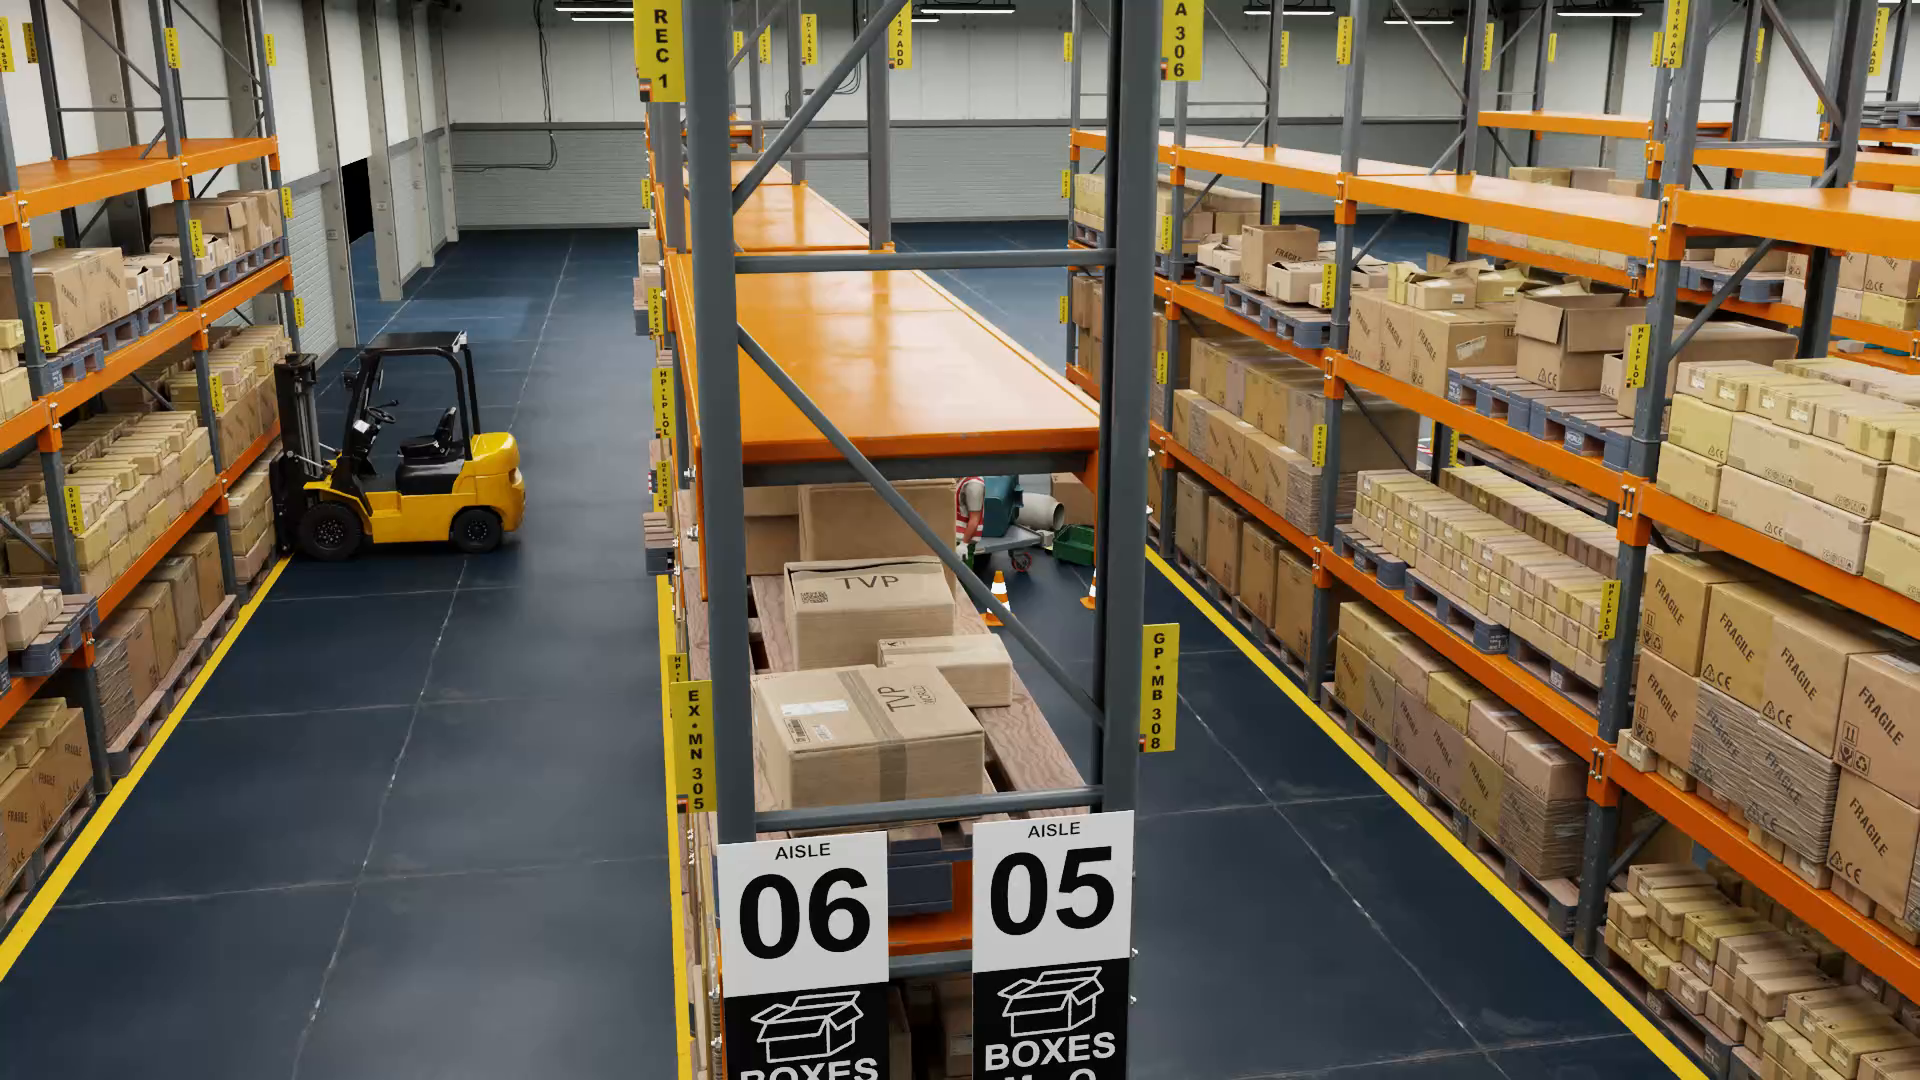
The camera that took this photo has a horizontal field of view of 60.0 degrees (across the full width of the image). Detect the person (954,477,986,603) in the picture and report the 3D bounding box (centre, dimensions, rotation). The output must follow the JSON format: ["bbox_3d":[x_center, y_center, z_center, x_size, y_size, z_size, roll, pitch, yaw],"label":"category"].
[{"bbox_3d":[-0.068,-0.013,14.499,0.563,1.789,0.638,-3,16,-10],"label":"person"}]
